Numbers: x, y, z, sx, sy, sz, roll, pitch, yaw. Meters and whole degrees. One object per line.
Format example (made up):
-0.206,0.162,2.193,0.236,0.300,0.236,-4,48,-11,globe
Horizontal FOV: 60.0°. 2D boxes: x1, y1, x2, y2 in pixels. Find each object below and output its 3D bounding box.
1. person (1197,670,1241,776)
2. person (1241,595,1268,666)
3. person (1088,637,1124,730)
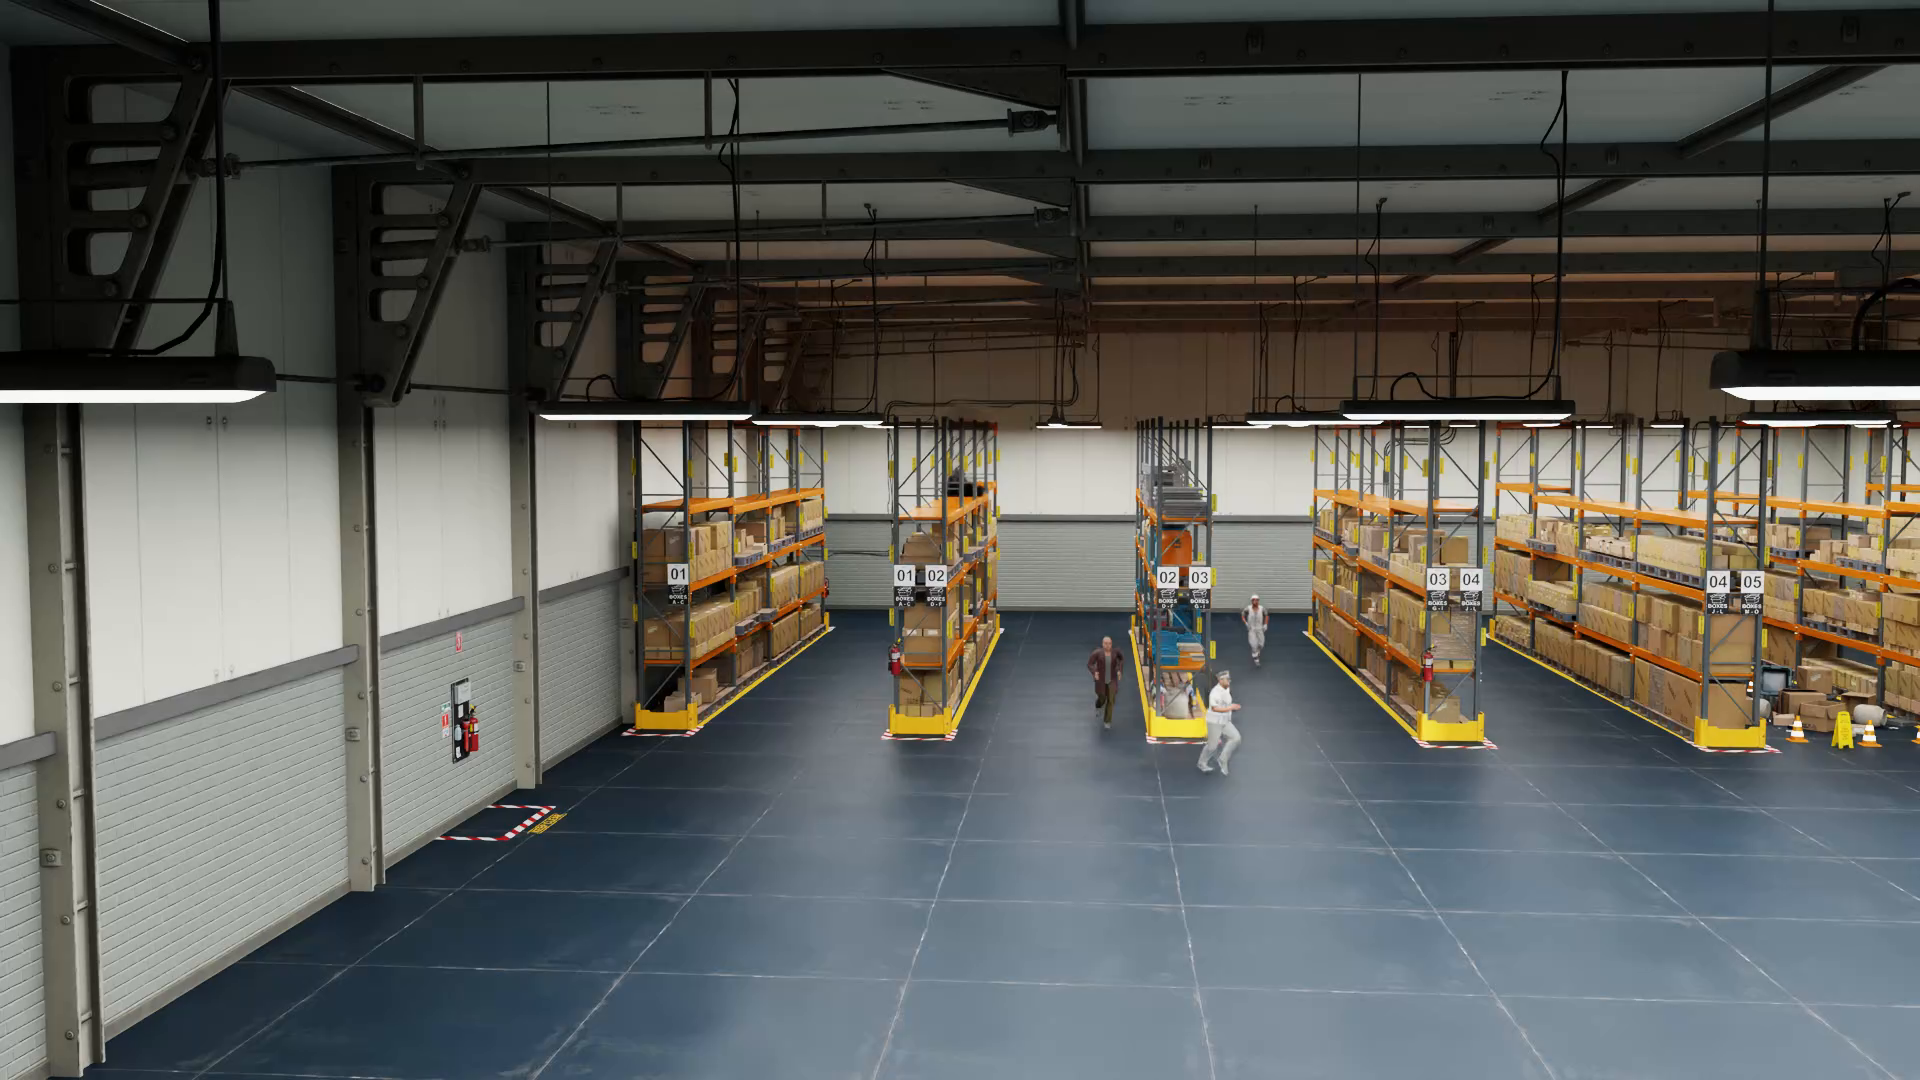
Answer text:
4.326,3.036,27.688,0.834,1.780,0.693,3,5,37,person
7.215,2.204,40.667,0.672,1.736,0.587,0,4,4,person
2.845,2.758,32.370,0.736,1.733,1.017,0,4,-7,person
